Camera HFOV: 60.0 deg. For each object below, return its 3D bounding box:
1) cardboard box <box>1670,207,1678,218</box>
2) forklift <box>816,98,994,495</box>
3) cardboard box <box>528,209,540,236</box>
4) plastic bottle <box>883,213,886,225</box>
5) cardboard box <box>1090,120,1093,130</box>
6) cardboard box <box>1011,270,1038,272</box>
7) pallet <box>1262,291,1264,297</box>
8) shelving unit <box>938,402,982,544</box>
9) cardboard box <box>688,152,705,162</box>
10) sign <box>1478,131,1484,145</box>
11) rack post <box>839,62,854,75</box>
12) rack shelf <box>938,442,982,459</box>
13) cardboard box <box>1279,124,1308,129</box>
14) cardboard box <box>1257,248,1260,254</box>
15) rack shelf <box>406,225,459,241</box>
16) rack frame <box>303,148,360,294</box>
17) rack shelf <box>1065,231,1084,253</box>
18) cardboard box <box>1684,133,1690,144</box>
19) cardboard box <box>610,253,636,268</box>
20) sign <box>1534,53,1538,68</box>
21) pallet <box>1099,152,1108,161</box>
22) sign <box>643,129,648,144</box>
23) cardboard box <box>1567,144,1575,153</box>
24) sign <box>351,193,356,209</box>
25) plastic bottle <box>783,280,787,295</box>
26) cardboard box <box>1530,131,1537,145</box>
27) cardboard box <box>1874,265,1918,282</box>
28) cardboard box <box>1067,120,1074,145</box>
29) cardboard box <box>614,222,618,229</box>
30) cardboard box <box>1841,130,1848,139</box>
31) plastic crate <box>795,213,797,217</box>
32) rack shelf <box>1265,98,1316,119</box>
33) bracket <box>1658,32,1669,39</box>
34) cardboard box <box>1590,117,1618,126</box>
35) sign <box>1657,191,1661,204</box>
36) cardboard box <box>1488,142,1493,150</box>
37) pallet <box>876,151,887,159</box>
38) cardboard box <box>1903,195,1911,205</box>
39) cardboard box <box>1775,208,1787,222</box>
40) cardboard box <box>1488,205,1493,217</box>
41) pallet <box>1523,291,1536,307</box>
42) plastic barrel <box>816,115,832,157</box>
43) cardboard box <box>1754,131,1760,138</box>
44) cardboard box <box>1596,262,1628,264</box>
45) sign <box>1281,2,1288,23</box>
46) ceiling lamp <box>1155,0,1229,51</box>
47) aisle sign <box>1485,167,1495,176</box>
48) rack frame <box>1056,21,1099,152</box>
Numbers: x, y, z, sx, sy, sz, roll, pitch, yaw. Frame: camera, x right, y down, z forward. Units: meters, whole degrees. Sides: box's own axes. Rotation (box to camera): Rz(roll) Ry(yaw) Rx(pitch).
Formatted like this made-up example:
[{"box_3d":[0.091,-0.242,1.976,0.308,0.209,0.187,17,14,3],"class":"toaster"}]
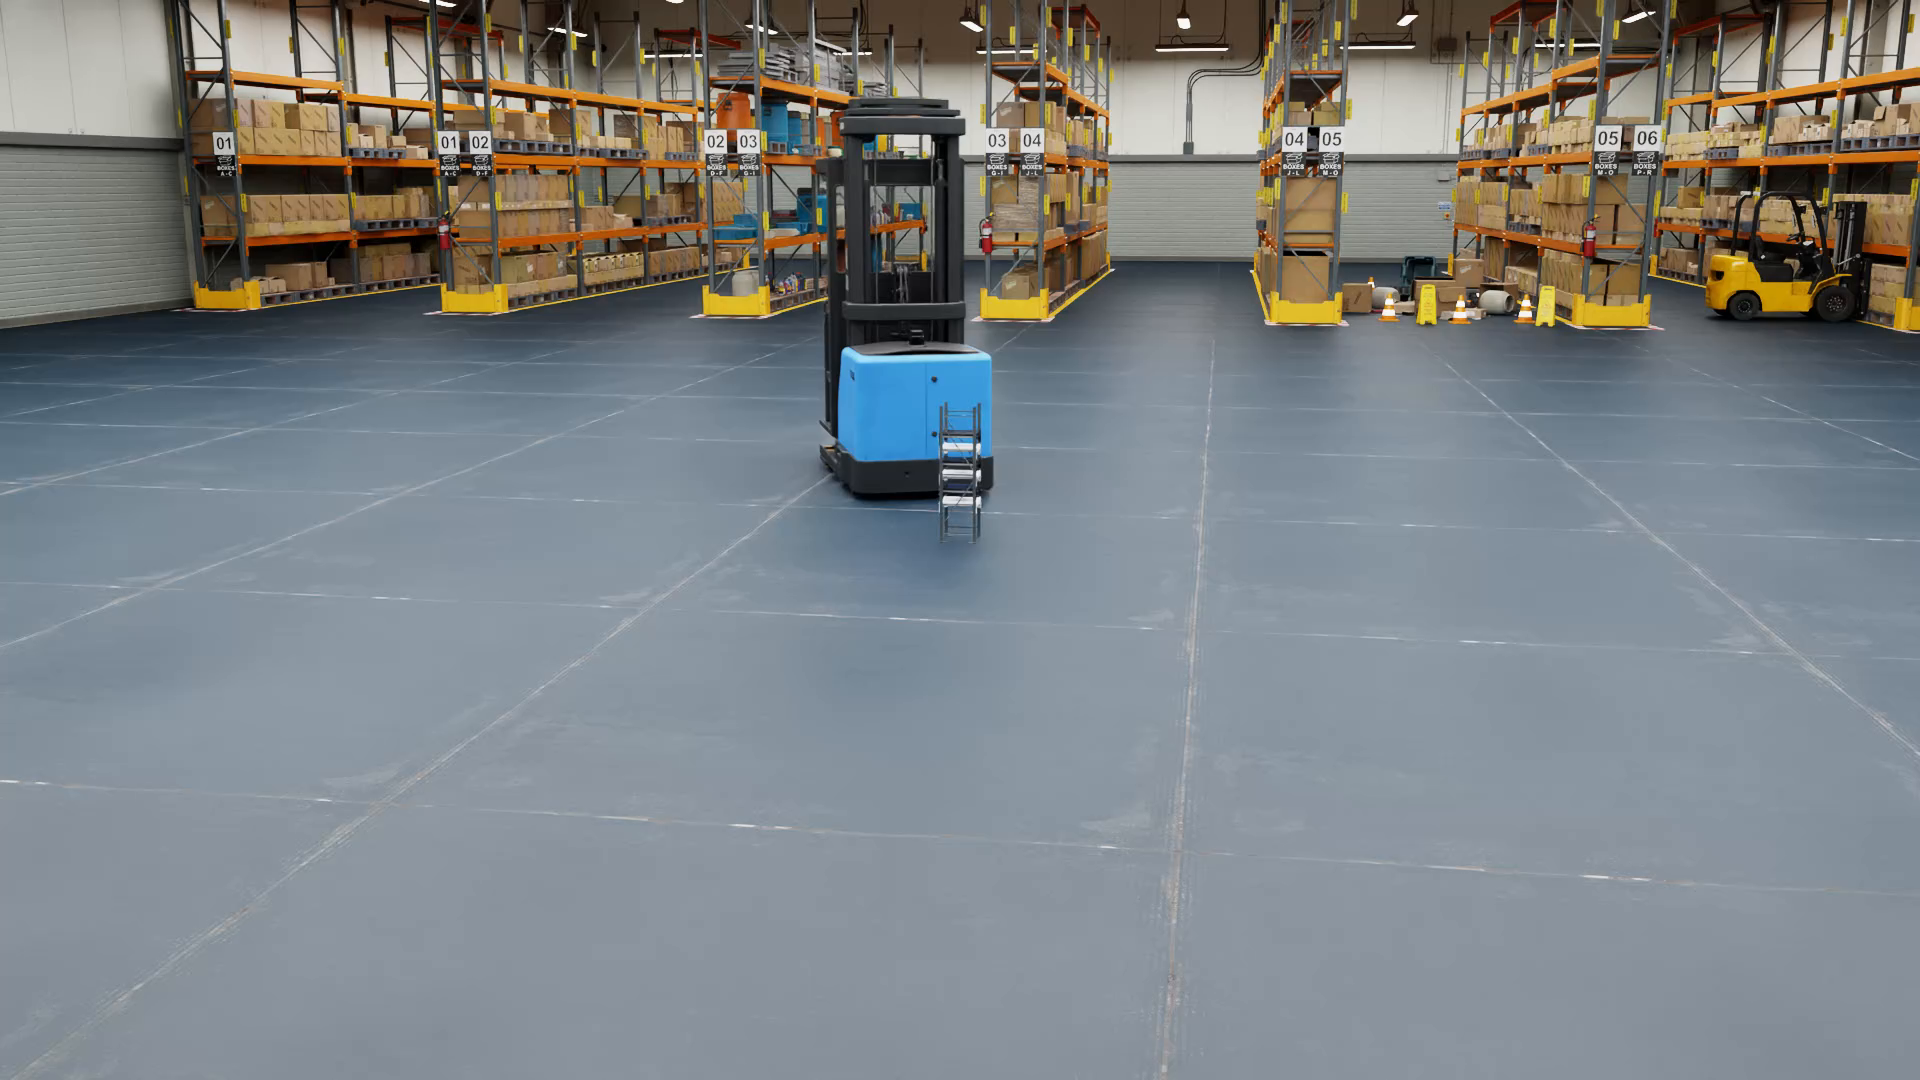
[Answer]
[{"box_3d":[17.610,-7.952,40.423,0.500,0.250,0.500,2,12,8],"class":"cardboard box"},{"box_3d":[-0.559,-2.033,13.472,1.130,2.935,3.031,-3,12,-12],"class":"forklift"},{"box_3d":[-8.529,-6.117,32.019,0.700,0.500,0.500,2,12,10],"class":"cardboard box"},{"box_3d":[-1.841,-7.786,40.280,0.061,0.283,0.133,2,12,9],"class":"plastic bottle"},{"box_3d":[3.080,-10.373,41.637,0.500,0.250,0.500,1,12,7],"class":"cardboard box"},{"box_3d":[1.225,-4.695,30.596,0.500,0.500,0.500,3,13,14],"class":"cardboard box"},{"box_3d":[6.670,-5.033,33.844,1.003,0.211,1.213,2,12,9],"class":"pallet"},{"box_3d":[0.001,-0.442,10.906,0.258,0.900,0.210,2,12,9],"class":"shelving unit"},{"box_3d":[-6.683,-9.633,41.808,0.500,0.250,0.500,2,12,9],"class":"cardboard box"},{"box_3d":[12.029,-9.279,38.396,0.100,0.325,0.005,2,12,9],"class":"sign"},{"box_3d":[-2.701,-10.503,37.145,0.624,0.289,0.986,2,12,9],"class":"rack post"},{"box_3d":[0.001,-0.585,10.876,0.258,0.077,0.200,2,12,9],"class":"rack shelf"},{"box_3d":[5.702,-7.153,28.360,0.500,0.250,0.500,2,12,9],"class":"cardboard box"},{"box_3d":[7.781,-7.371,42.433,0.380,0.149,0.250,2,12,8],"class":"cardboard box"},{"box_3d":[-12.206,-7.539,40.561,1.077,0.370,4.000,2,12,9],"class":"rack shelf"},{"box_3d":[-13.128,-6.641,34.690,1.000,3.000,0.127,2,12,9],"class":"rack frame"},{"box_3d":[1.862,-6.224,34.463,1.077,0.370,4.000,2,12,9],"class":"rack shelf"},{"box_3d":[17.552,-9.558,39.569,0.500,0.250,0.500,2,12,10],"class":"cardboard box"},{"box_3d":[-7.529,-6.224,36.952,0.500,0.311,0.500,2,12,8],"class":"cardboard box"},{"box_3d":[13.115,-10.917,37.884,0.100,0.325,0.005,2,12,9],"class":"sign"},{"box_3d":[3.297,-9.926,43.022,1.003,0.211,1.213,2,12,9],"class":"pallet"},{"box_3d":[-7.071,-9.052,37.342,0.100,0.325,0.005,2,12,9],"class":"sign"},{"box_3d":[10.702,-6.754,28.689,0.380,0.149,0.250,2,12,8],"class":"cardboard box"},{"box_3d":[-12.591,-7.048,34.524,0.100,0.325,0.005,2,12,9],"class":"sign"},{"box_3d":[-3.315,-4.789,31.496,0.061,0.283,0.133,2,12,10],"class":"plastic bottle"},{"box_3d":[11.756,-7.870,33.025,0.797,0.503,0.637,2,12,9],"class":"cardboard box"},{"box_3d":[15.472,-4.408,27.485,0.500,0.250,0.500,2,12,10],"class":"cardboard box"},{"box_3d":[1.869,-8.173,33.434,0.797,0.503,0.637,2,12,11],"class":"cardboard box"},{"box_3d":[-7.758,-6.924,36.598,0.380,0.149,0.250,3,12,13],"class":"cardboard box"},{"box_3d":[15.883,-7.193,29.491,0.380,0.149,0.250,2,12,10],"class":"cardboard box"},{"box_3d":[-3.477,-6.552,34.314,0.392,0.384,0.575,2,12,9],"class":"plastic crate"},{"box_3d":[7.363,-9.612,36.894,1.077,0.370,4.000,2,12,9],"class":"rack shelf"},{"box_3d":[19.480,-13.992,46.015,0.235,0.232,0.430,2,12,9],"class":"bracket"},{"box_3d":[10.492,-6.819,27.099,0.380,0.149,0.250,2,12,9],"class":"cardboard box"},{"box_3d":[17.561,-8.617,41.804,0.100,0.325,0.005,2,12,9],"class":"sign"},{"box_3d":[12.037,-8.809,37.188,0.380,0.166,0.250,1,12,5],"class":"cardboard box"},{"box_3d":[-2.304,-8.957,38.763,1.003,0.211,1.213,2,12,9],"class":"pallet"},{"box_3d":[15.491,-5.491,26.869,0.380,0.149,0.250,2,12,9],"class":"cardboard box"},{"box_3d":[16.381,-6.385,32.671,0.500,0.250,0.500,2,12,7],"class":"cardboard box"},{"box_3d":[11.999,-7.274,36.793,0.500,0.250,0.500,2,12,7],"class":"cardboard box"},{"box_3d":[11.465,-4.638,32.011,1.003,0.211,1.213,2,12,9],"class":"pallet"},{"box_3d":[-3.065,-8.700,35.934,0.600,0.901,0.600,0,12,0],"class":"plastic barrel"},{"box_3d":[16.763,-8.434,34.592,0.380,0.149,0.250,1,12,7],"class":"cardboard box"},{"box_3d":[11.208,-4.507,28.534,0.500,0.500,0.500,1,12,7],"class":"cardboard box"},{"box_3d":[5.291,-8.594,27.105,0.100,0.325,0.005,2,12,9],"class":"sign"},{"box_3d":[6.318,-14.920,45.011,2.000,3.185,0.800,2,12,9],"class":"ceiling lamp"},{"box_3d":[13.510,-9.612,42.306,0.394,0.787,0.004,2,12,9],"class":"aisle sign"},{"box_3d":[2.785,-10.758,39.551,1.000,3.000,0.127,2,12,9],"class":"rack frame"}]
